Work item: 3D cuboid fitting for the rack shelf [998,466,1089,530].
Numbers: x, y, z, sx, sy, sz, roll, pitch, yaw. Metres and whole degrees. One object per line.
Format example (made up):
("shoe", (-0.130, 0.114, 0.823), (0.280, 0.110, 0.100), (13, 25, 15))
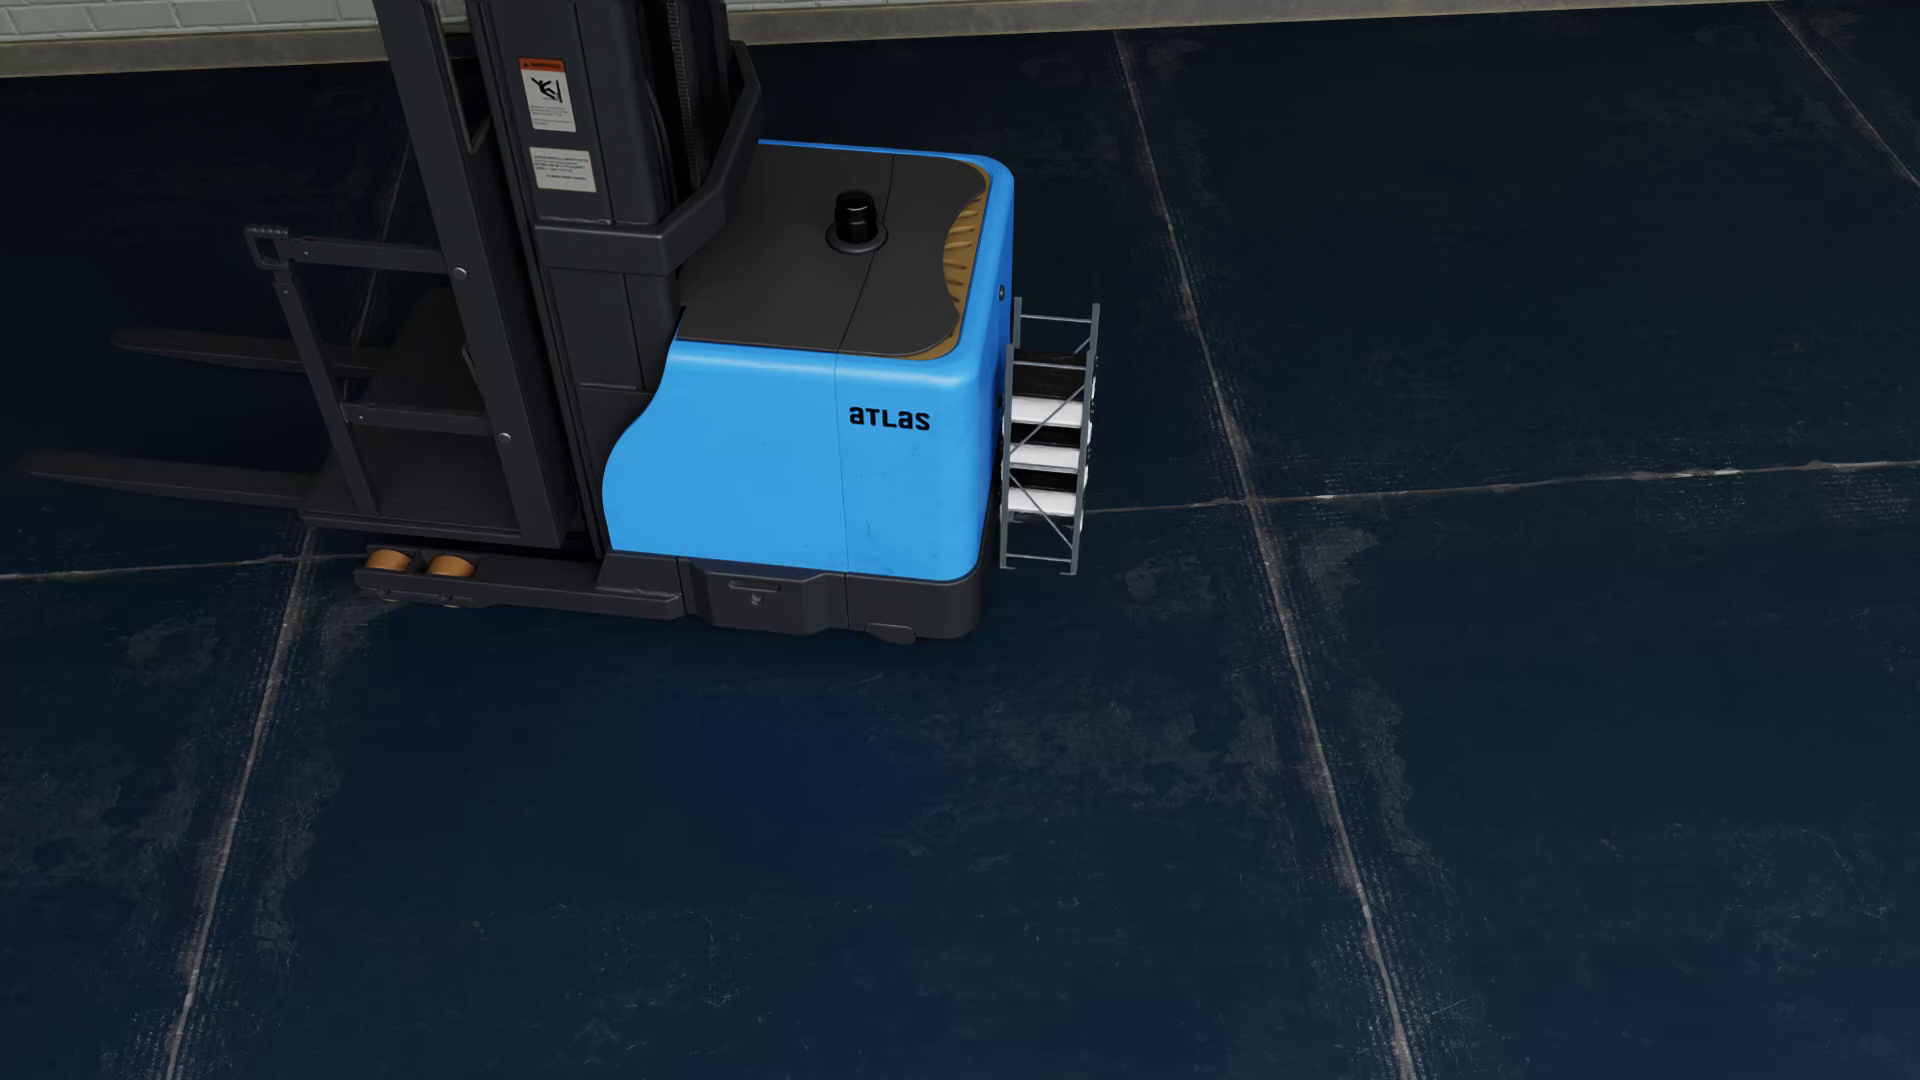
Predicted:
("rack shelf", (0.255, -0.138, 5.054), (0.258, 0.077, 0.200), (6, 47, 5))

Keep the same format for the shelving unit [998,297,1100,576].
("shelving unit", (0.256, -0.285, 4.899), (0.258, 0.900, 0.210), (6, 47, 5))

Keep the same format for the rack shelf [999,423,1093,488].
("rack shelf", (0.256, -0.262, 4.924), (0.258, 0.077, 0.200), (6, 47, 5))

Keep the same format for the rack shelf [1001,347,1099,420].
("rack shelf", (0.257, -0.448, 4.727), (0.258, 0.077, 0.200), (6, 47, 5))

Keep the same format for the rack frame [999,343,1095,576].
("rack frame", (0.243, -0.212, 4.830), (0.240, 0.900, 0.006), (6, 47, 5))

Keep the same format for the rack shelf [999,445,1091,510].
("rack shelf", (0.256, -0.200, 4.989), (0.258, 0.077, 0.200), (6, 47, 5))

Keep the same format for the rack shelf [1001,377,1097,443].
("rack shelf", (0.257, -0.386, 4.793), (0.258, 0.077, 0.200), (6, 47, 5))

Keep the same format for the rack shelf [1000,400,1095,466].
("rack shelf", (0.257, -0.324, 4.858), (0.258, 0.077, 0.200), (6, 47, 5))

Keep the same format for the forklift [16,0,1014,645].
("forklift", (-1.387, -1.177, 4.346), (3.031, 2.935, 1.130), (5, 47, 5))

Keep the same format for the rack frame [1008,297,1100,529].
("rack frame", (0.269, -0.358, 4.969), (0.240, 0.900, 0.006), (6, 47, 5))
